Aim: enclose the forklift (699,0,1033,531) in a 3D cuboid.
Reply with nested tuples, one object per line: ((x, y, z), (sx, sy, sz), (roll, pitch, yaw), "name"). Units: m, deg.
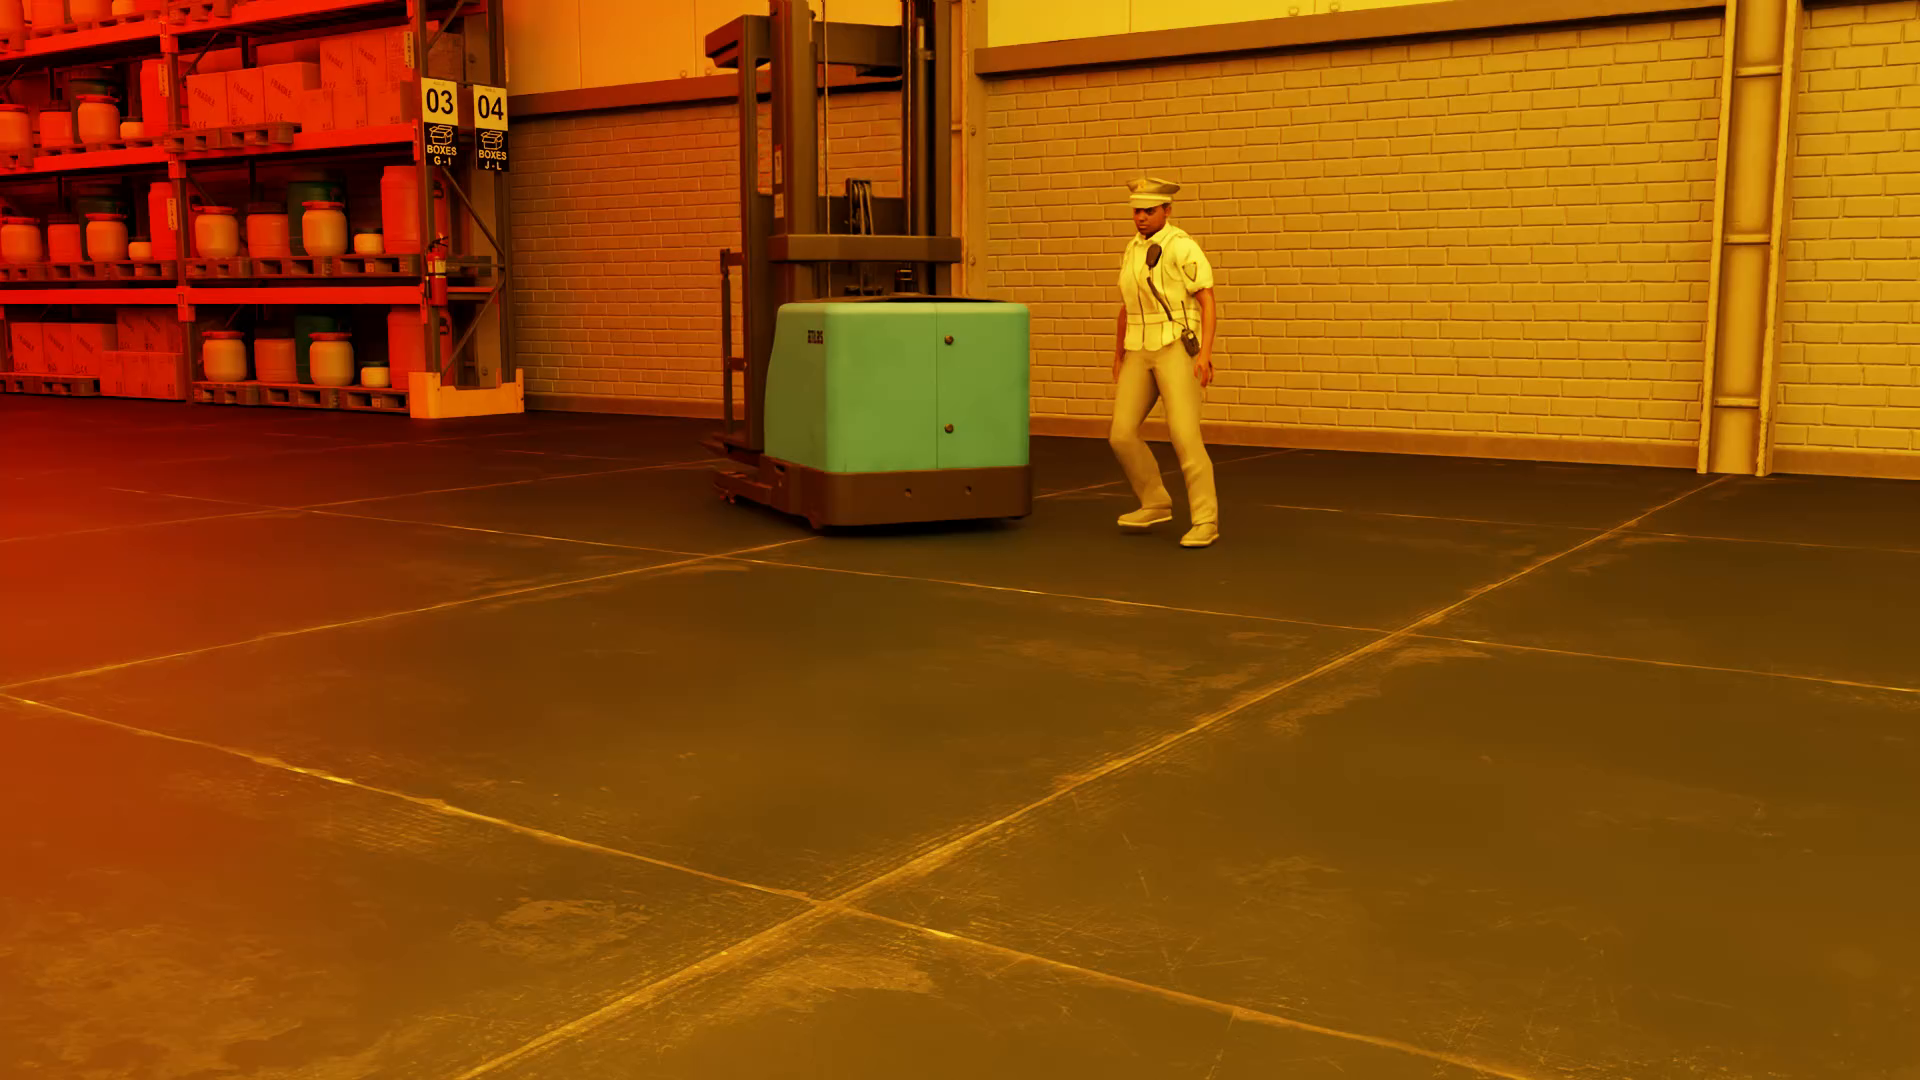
((-0.704, -1.664, 8.892), (1.130, 2.935, 3.031), (-4, 9, -23), "forklift")

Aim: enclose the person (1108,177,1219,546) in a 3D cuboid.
((0.928, -0.822, 7.602), (0.391, 1.631, 0.727), (-7, 11, -40), "person")
